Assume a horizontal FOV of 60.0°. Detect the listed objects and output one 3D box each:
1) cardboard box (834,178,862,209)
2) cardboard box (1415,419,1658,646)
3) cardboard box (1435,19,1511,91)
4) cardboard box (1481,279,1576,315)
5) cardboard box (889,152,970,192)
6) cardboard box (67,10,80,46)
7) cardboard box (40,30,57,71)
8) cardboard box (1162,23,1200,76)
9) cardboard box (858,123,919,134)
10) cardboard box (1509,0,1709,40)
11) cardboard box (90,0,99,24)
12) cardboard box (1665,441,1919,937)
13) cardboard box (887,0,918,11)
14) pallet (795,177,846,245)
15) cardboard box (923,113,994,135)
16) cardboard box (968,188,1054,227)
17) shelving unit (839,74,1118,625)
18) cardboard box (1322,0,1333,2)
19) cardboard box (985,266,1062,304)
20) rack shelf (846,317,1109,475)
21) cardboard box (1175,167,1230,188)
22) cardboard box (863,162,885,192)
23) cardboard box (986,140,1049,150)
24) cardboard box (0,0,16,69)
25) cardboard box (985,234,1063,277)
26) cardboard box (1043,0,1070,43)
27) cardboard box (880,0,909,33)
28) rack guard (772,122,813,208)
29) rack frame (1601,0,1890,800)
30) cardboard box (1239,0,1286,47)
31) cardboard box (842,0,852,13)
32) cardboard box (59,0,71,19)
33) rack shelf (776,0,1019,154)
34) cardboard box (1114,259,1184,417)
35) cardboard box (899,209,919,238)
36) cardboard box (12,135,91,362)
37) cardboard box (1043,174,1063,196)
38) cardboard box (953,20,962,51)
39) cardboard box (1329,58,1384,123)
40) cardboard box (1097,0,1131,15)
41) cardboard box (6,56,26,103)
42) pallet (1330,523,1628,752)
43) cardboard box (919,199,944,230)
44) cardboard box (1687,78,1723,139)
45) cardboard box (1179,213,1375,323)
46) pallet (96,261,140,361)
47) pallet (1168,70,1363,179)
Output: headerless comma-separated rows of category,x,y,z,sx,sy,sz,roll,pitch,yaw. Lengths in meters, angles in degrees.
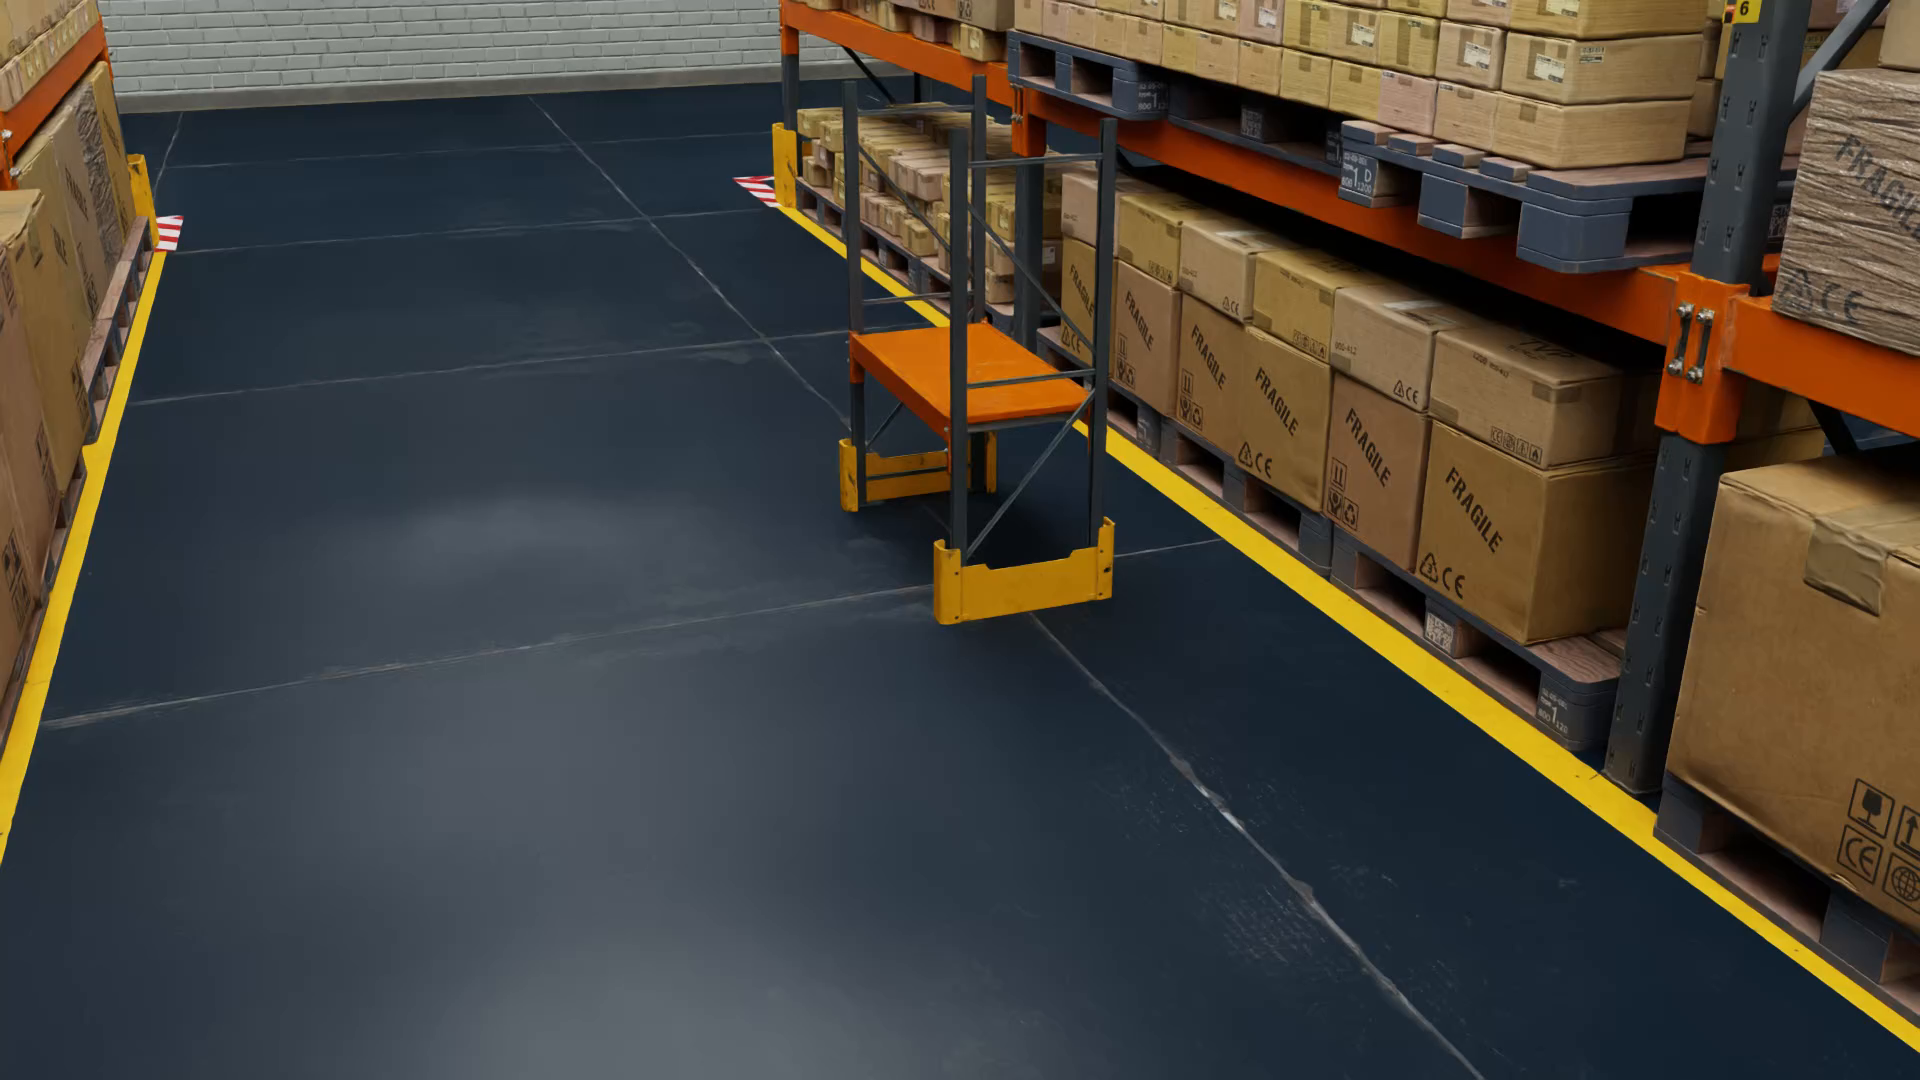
cardboard box,-0.541,-2.090,9.976,0.380,0.149,0.250,-8,24,-18
cardboard box,1.671,-0.063,4.716,0.500,0.500,0.500,-8,24,-19
cardboard box,1.452,-1.247,4.247,0.380,0.149,0.250,-7,24,-17
cardboard box,1.952,-0.674,5.199,0.500,0.250,0.500,-9,24,-20
cardboard box,-0.163,-1.983,8.957,0.380,0.149,0.250,-9,25,-21
cardboard box,-4.558,-2.511,8.168,0.380,0.149,0.250,-9,24,-20
cardboard box,-4.192,-2.136,7.280,0.380,0.149,0.250,-8,24,-18
cardboard box,0.910,-1.670,5.632,0.380,0.149,0.250,-9,24,-20
cardboard box,-0.466,-2.371,9.877,0.380,0.149,0.250,-10,25,-22
cardboard box,1.546,-1.286,3.955,0.380,0.149,0.250,-9,25,-21
cardboard box,-4.920,-2.882,9.048,0.380,0.149,0.250,-8,24,-18
cardboard box,2.279,0.258,3.631,1.050,0.750,0.750,-9,24,-20
cardboard box,-0.057,-2.962,8.403,0.500,0.500,0.500,-8,24,-19
pallet,-0.397,-2.113,10.491,1.003,0.211,1.213,-8,24,-19
cardboard box,-0.008,-2.546,10.292,0.380,0.149,0.250,-9,24,-20
cardboard box,0.239,-1.607,8.064,0.380,0.149,0.250,-8,24,-18
shelving unit,0.027,-0.663,5.393,0.587,1.500,1.083,-8,24,-19
cardboard box,1.190,-1.657,4.837,0.380,0.149,0.250,-8,24,-19
cardboard box,0.278,-1.247,7.978,0.380,0.149,0.250,-8,24,-18
rack shelf,0.030,-0.494,5.455,0.538,0.185,1.000,-8,24,-19
cardboard box,1.235,-1.423,6.977,0.500,0.250,0.500,-9,24,-20
cardboard box,-0.348,-2.141,9.715,0.380,0.149,0.250,-10,25,-22
cardboard box,0.279,-2.151,9.355,0.380,0.149,0.250,-8,24,-19
cardboard box,-3.862,-1.903,6.212,0.500,0.250,0.500,-9,24,-20
cardboard box,0.327,-1.360,7.861,0.380,0.149,0.250,-8,24,-18
cardboard box,0.548,-2.044,6.519,0.380,0.149,0.250,-8,24,-18
cardboard box,-0.204,-2.786,8.821,0.380,0.149,0.250,-8,24,-18
rack guard,-0.651,-2.546,11.147,1.175,0.500,0.348,-8,24,-19
rack frame,2.148,-0.819,3.830,1.000,3.000,0.127,-8,24,-19
cardboard box,1.090,-1.619,5.128,0.380,0.149,0.250,-8,24,-18
cardboard box,-0.477,-3.180,9.755,0.380,0.149,0.250,-7,24,-17
cardboard box,-4.575,-2.641,7.963,0.500,0.250,0.500,-9,25,-21
rack shelf,0.029,-2.667,9.142,1.077,0.370,4.000,-8,24,-19
cardboard box,0.937,-0.817,6.503,0.500,0.500,0.500,-7,24,-17
cardboard box,-0.117,-1.728,9.117,0.380,0.149,0.250,-8,24,-18
cardboard box,-4.099,-1.093,6.677,0.875,0.875,0.875,-8,24,-19
cardboard box,0.630,-1.773,8.458,0.380,0.149,0.250,-9,24,-20
cardboard box,0.184,-2.412,7.934,0.380,0.149,0.250,-7,24,-17
cardboard box,1.282,-1.287,4.725,0.380,0.149,0.250,-9,24,-20
cardboard box,0.722,-1.998,6.029,0.380,0.149,0.250,-9,25,-21
cardboard box,-3.827,-1.761,6.389,0.380,0.149,0.250,-9,25,-21
pallet,1.874,0.182,5.046,1.003,0.211,1.213,-8,24,-19
cardboard box,0.003,-1.746,8.777,0.380,0.149,0.250,-8,24,-18
cardboard box,2.084,-1.184,4.480,0.380,0.149,0.250,-7,24,-16
cardboard box,1.116,-0.975,5.914,0.500,0.250,0.500,-7,24,-17
pallet,-4.571,-1.074,8.027,1.003,0.211,1.213,-8,24,-19
pallet,1.411,-1.444,5.560,1.003,0.211,1.213,-8,24,-19
